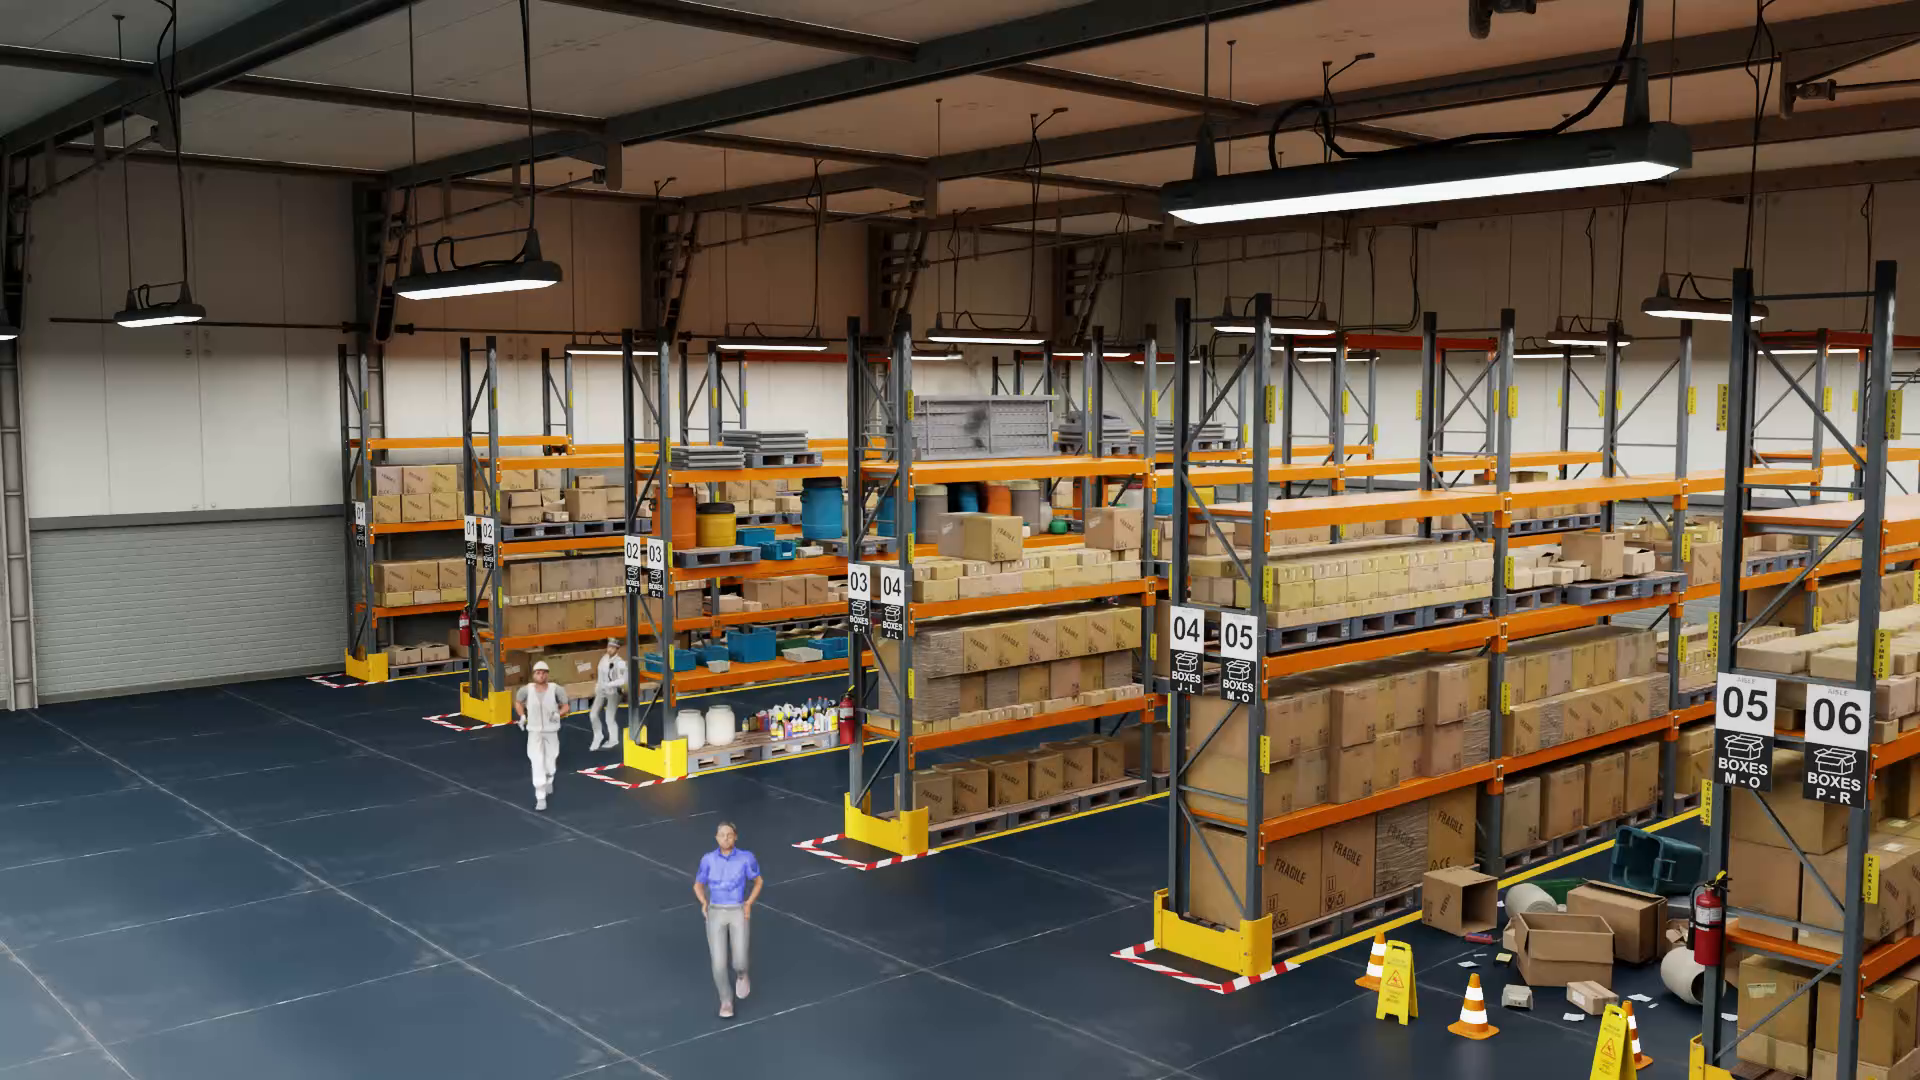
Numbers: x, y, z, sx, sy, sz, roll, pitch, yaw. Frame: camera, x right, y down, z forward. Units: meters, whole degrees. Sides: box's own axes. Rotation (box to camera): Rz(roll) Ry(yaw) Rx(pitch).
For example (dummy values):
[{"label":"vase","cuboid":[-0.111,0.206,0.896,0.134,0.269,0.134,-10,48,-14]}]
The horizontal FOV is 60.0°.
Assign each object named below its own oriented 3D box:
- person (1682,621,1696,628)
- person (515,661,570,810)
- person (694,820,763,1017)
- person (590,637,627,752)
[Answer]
[{"label":"person","cuboid":[11.103,2.060,25.389,0.744,1.663,0.649,-4,6,-37]},{"label":"person","cuboid":[-5.197,2.389,20.706,0.666,1.779,0.890,-1,5,-14]},{"label":"person","cuboid":[-1.928,3.136,13.793,0.572,1.592,0.578,0,5,-3]},{"label":"person","cuboid":[-5.012,2.214,23.814,0.604,1.681,0.630,2,6,22]}]
